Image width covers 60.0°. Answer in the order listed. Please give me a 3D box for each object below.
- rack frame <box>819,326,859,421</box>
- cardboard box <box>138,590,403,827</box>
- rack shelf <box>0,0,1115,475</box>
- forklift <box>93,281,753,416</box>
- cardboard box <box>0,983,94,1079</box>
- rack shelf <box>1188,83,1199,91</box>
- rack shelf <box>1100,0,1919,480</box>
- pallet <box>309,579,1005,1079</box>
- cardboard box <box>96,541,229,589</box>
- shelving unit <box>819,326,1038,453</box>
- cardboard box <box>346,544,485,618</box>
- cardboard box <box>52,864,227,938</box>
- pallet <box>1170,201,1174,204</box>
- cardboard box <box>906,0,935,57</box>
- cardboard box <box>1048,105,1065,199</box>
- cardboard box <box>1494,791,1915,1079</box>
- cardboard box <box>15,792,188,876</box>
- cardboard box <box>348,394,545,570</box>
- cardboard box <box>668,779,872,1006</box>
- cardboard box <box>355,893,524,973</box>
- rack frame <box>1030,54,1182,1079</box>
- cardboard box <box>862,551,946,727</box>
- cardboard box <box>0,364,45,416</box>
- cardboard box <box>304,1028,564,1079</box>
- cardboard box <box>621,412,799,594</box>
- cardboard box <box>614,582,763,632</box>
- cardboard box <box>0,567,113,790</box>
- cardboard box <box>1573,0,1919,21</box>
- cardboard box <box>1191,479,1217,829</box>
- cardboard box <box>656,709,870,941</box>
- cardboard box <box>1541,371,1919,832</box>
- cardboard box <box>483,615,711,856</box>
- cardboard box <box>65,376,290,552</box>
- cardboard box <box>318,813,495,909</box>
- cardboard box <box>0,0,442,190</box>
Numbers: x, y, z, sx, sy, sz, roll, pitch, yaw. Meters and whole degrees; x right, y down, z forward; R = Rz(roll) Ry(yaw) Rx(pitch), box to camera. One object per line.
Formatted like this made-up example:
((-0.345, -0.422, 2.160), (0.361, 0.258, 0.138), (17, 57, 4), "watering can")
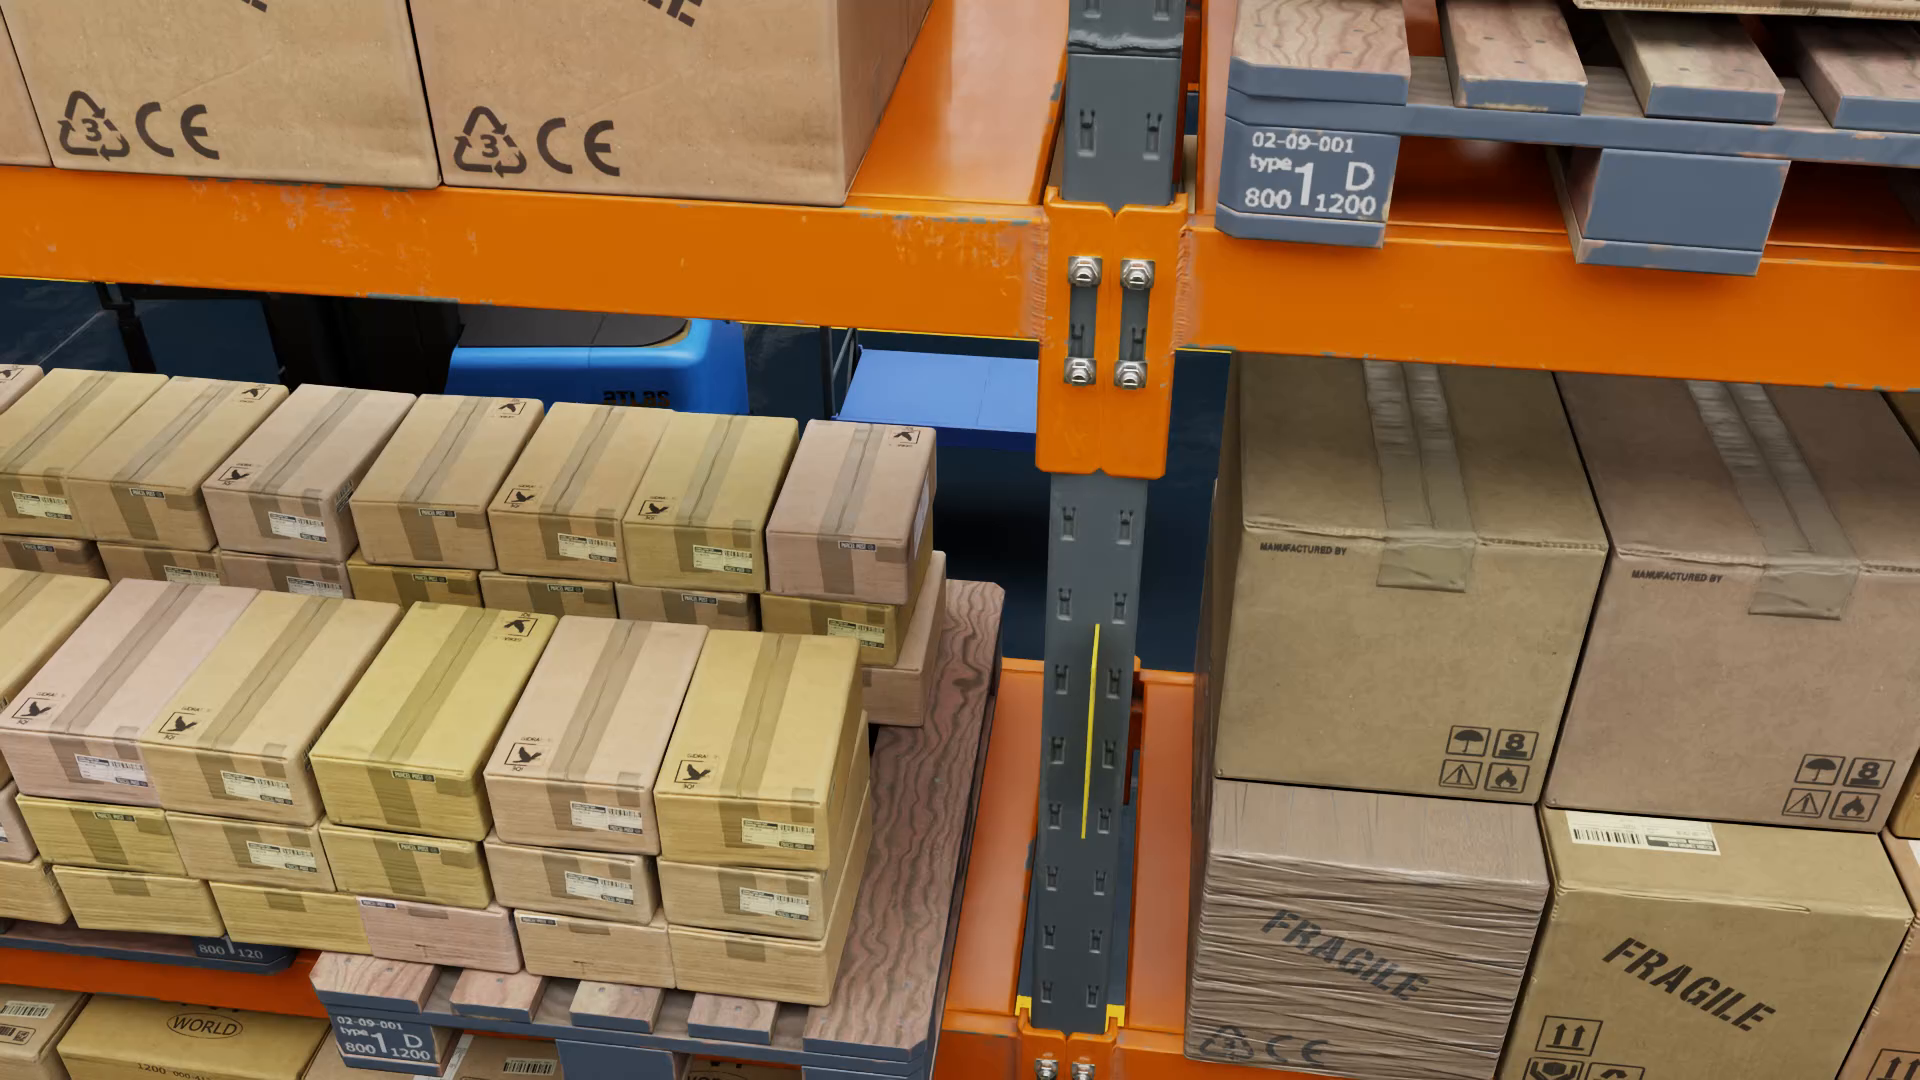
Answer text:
((-0.420, -0.642, 5.858), (0.032, 1.500, 0.500), (4, 36, 6), "rack frame")
((-1.074, 0.259, 2.647), (0.250, 0.149, 0.380), (5, 36, 7), "cardboard box")
((-1.739, -0.677, 2.654), (4.000, 0.370, 1.077), (4, 36, 6), "rack shelf")
((-2.313, -1.192, 5.397), (3.031, 2.935, 1.130), (0, 36, 0), "forklift")
((-1.990, 0.930, 3.510), (0.500, 0.250, 0.500), (6, 36, 8), "cardboard box")
((2.758, -2.020, 7.117), (4.000, 0.370, 1.077), (4, 36, 6), "rack shelf")
((2.228, -0.381, 2.239), (4.000, 0.370, 1.077), (4, 36, 6), "rack shelf")
((-0.476, 0.486, 3.152), (1.003, 0.211, 1.213), (4, 36, 6), "pallet")
((-1.487, -0.036, 3.318), (0.250, 0.149, 0.380), (4, 36, 6), "cardboard box")
((0.085, -0.604, 5.805), (1.048, 1.500, 0.538), (4, 36, 6), "shelving unit")
((-0.994, 0.003, 3.263), (0.250, 0.149, 0.380), (4, 36, 6), "cardboard box")
((-1.318, 0.481, 2.849), (0.250, 0.149, 0.380), (3, 36, 4), "cardboard box")
((1.550, -1.267, 7.843), (1.213, 0.211, 1.003), (4, 36, 6), "pallet")
((-0.288, -1.058, 2.482), (0.500, 0.500, 0.500), (4, 36, 6), "cardboard box")
((0.100, -1.866, 7.749), (0.875, 0.875, 0.875), (4, 36, 6), "cardboard box")
((1.160, 0.583, 2.765), (0.500, 0.500, 0.500), (4, 36, 6), "cardboard box")
((-1.324, 0.360, 2.762), (0.250, 0.149, 0.380), (4, 36, 6), "cardboard box")
((-0.961, -0.116, 3.174), (0.250, 0.149, 0.380), (3, 36, 4), "cardboard box")
((-0.303, 0.559, 2.740), (0.250, 0.149, 0.380), (5, 36, 7), "cardboard box")
((-0.805, 0.521, 2.793), (0.250, 0.149, 0.380), (5, 36, 7), "cardboard box")
((0.245, 0.399, 3.109), (0.127, 3.000, 1.000), (4, 36, 6), "rack frame")
((-0.174, 0.181, 3.269), (0.250, 0.149, 0.380), (4, 36, 5), "cardboard box")
((-2.007, -0.194, 3.282), (0.250, 0.149, 0.380), (3, 36, 4), "cardboard box")
((-0.970, 1.010, 3.398), (0.500, 0.250, 0.500), (5, 36, 7), "cardboard box")
((-0.456, -0.076, 3.117), (0.250, 0.149, 0.380), (3, 36, 5), "cardboard box")
((-0.479, 0.039, 3.212), (0.250, 0.149, 0.380), (6, 36, 8), "cardboard box")
((-1.582, 0.219, 2.703), (0.250, 0.149, 0.380), (6, 36, 8), "cardboard box")
((0.934, -0.817, 1.859), (0.500, 0.311, 0.500), (4, 36, 6), "cardboard box")
((0.725, 0.237, 3.250), (0.500, 0.500, 0.500), (4, 36, 6), "cardboard box")
((-0.303, 0.435, 2.657), (0.250, 0.149, 0.380), (5, 36, 7), "cardboard box")
((1.190, 0.027, 2.683), (0.500, 0.500, 0.700), (4, 36, 5), "cardboard box")
((-0.549, 0.296, 2.595), (0.250, 0.149, 0.380), (4, 36, 5), "cardboard box")
((-1.493, -0.154, 3.226), (0.250, 0.149, 0.380), (5, 36, 7), "cardboard box")
((-0.830, 0.398, 2.708), (0.250, 0.149, 0.380), (5, 36, 7), "cardboard box")
((-0.852, -0.788, 2.104), (0.500, 0.500, 0.500), (4, 36, 6), "cardboard box")
